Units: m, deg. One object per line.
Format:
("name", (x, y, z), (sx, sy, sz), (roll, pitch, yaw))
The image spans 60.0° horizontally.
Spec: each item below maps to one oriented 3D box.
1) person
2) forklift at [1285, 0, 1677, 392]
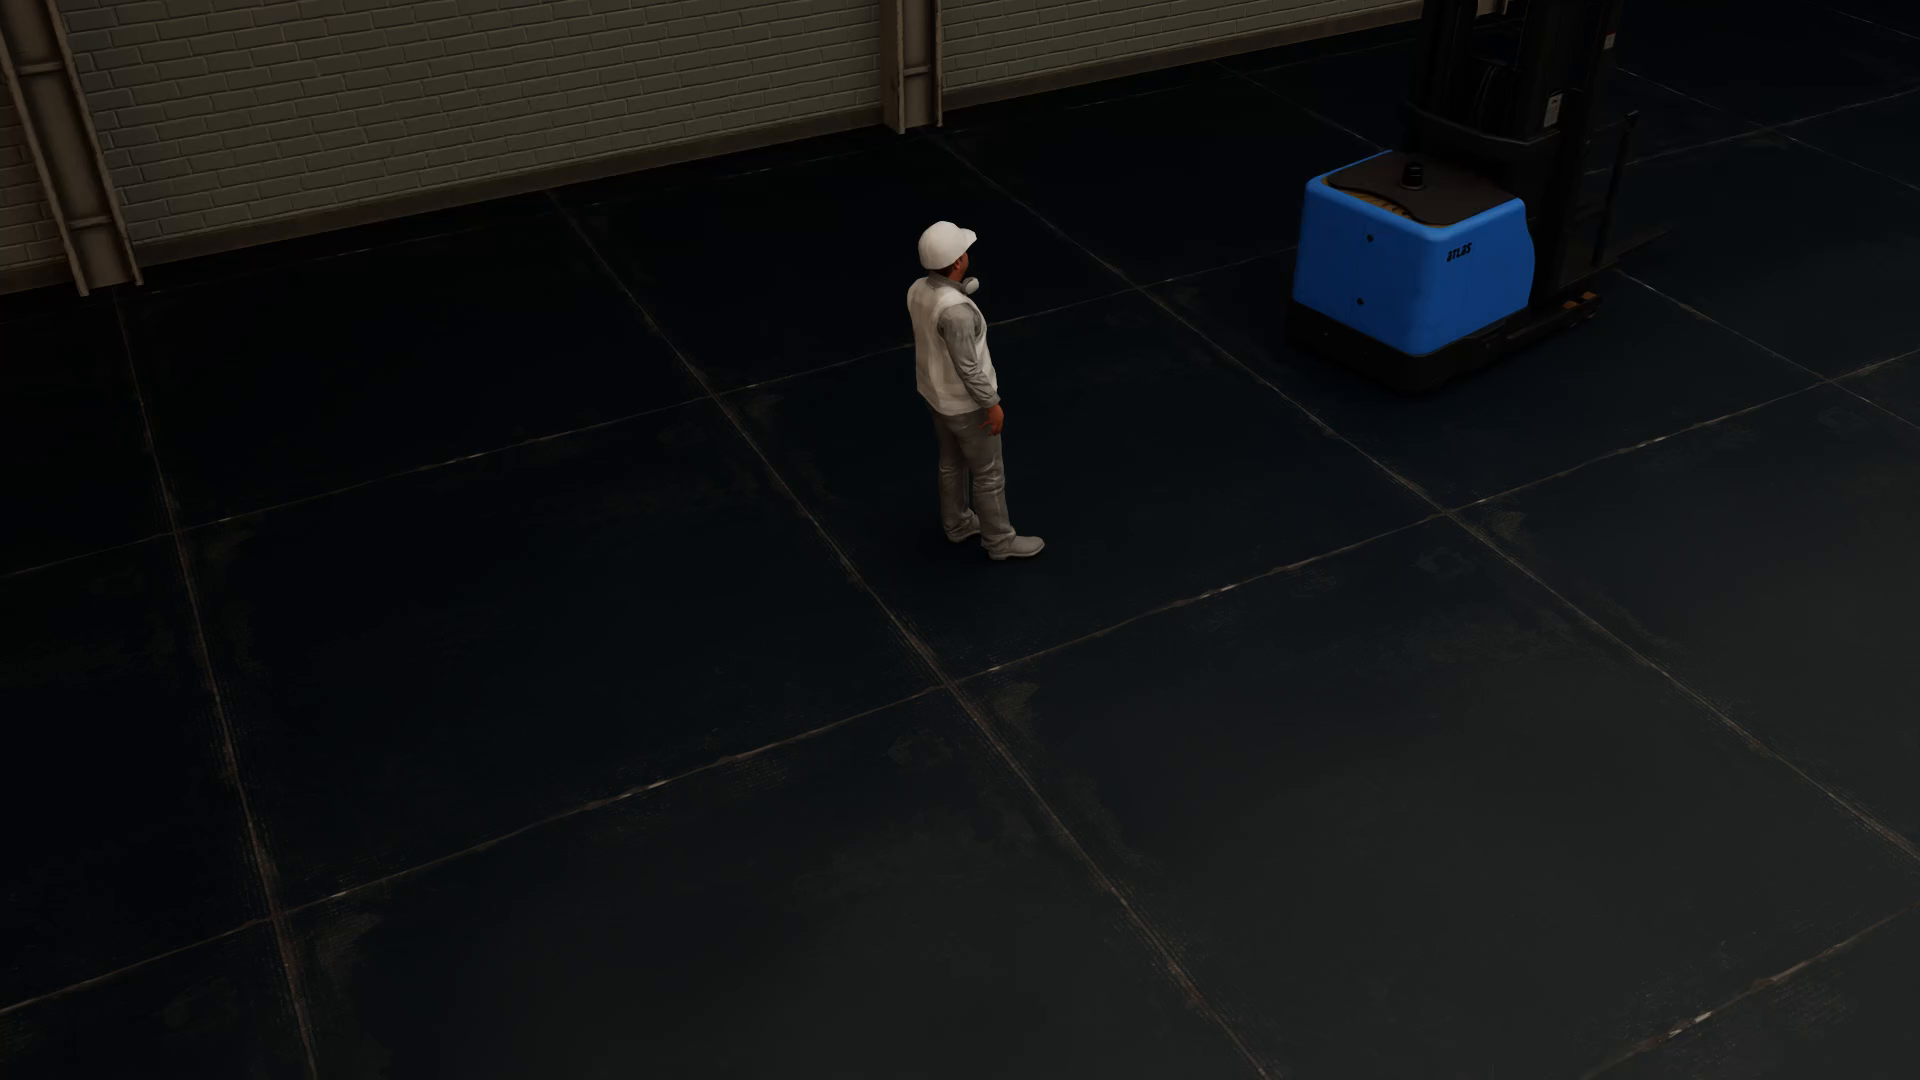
("person", (0.058, -0.743, 8.164), (0.568, 1.773, 0.632), (-17, 39, -23))
("forklift", (3.493, -2.762, 10.030), (3.031, 2.935, 1.130), (-25, 42, -31))
